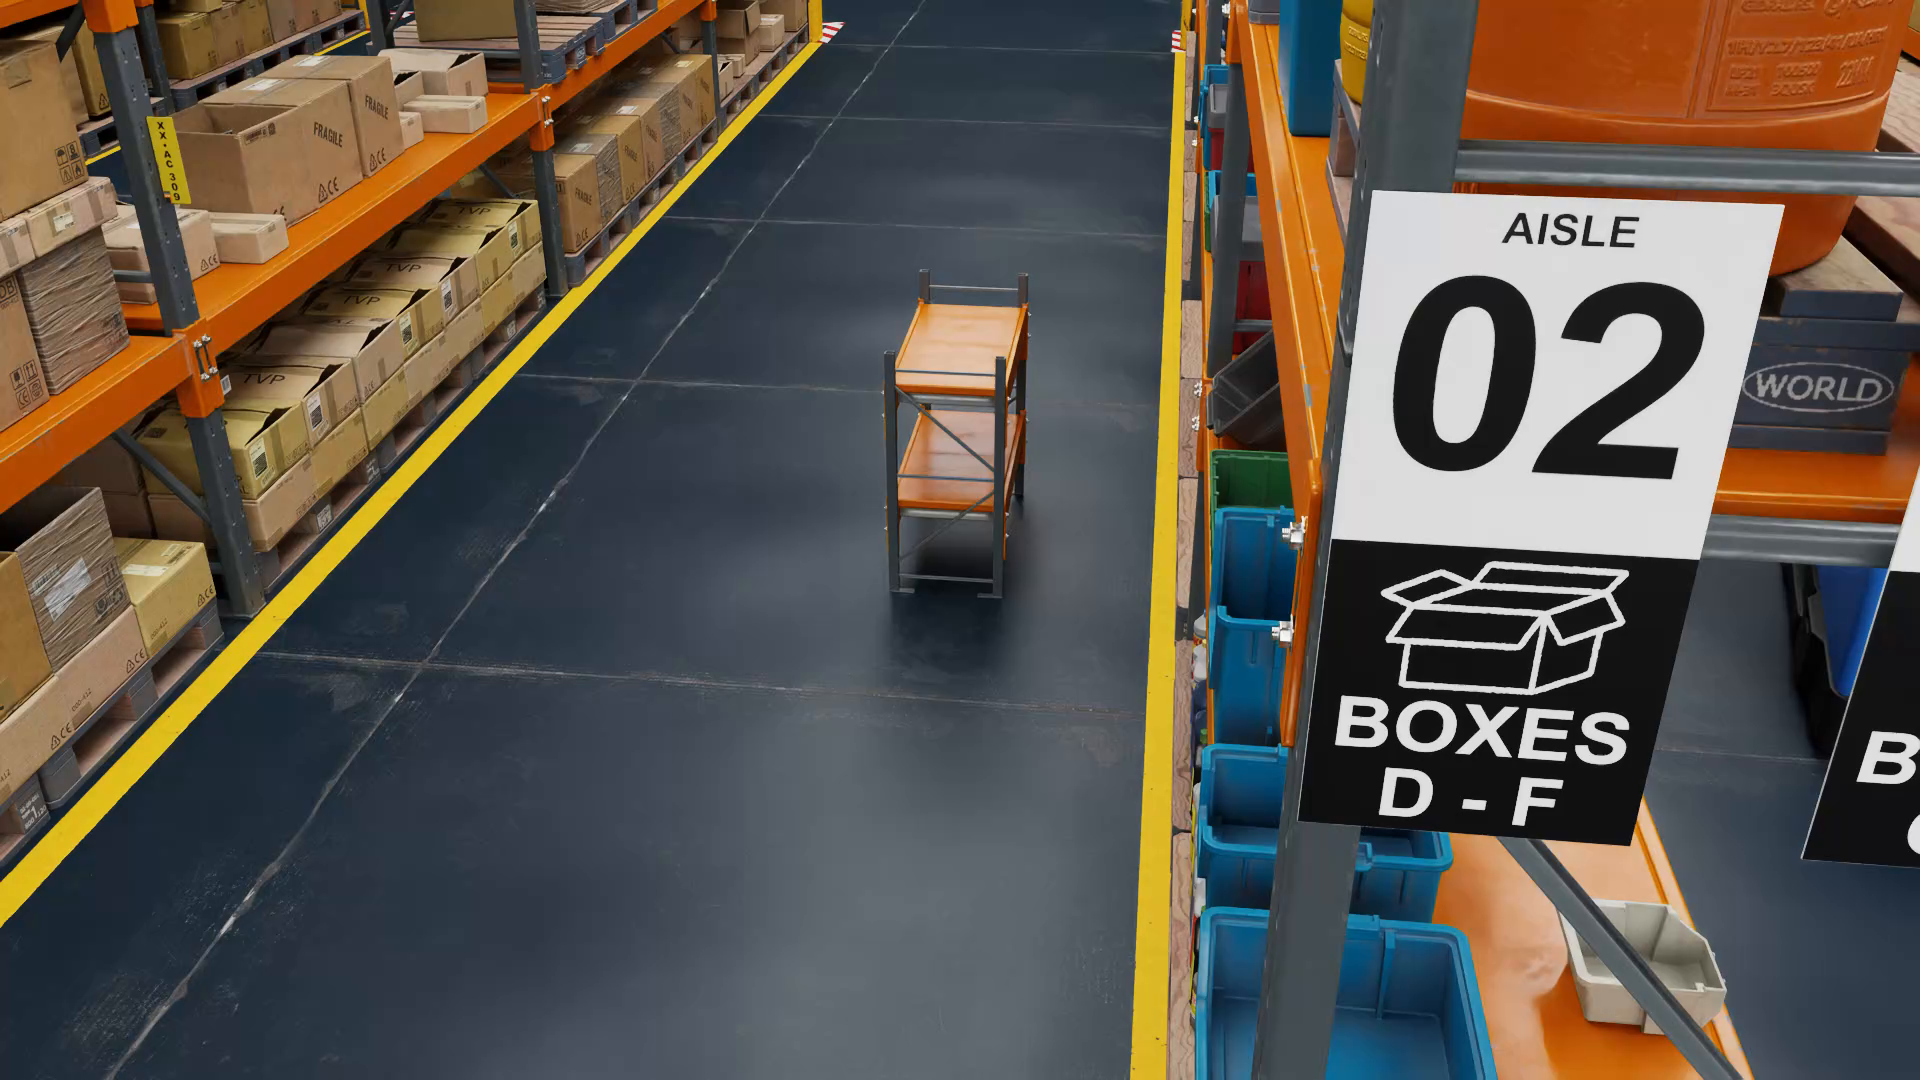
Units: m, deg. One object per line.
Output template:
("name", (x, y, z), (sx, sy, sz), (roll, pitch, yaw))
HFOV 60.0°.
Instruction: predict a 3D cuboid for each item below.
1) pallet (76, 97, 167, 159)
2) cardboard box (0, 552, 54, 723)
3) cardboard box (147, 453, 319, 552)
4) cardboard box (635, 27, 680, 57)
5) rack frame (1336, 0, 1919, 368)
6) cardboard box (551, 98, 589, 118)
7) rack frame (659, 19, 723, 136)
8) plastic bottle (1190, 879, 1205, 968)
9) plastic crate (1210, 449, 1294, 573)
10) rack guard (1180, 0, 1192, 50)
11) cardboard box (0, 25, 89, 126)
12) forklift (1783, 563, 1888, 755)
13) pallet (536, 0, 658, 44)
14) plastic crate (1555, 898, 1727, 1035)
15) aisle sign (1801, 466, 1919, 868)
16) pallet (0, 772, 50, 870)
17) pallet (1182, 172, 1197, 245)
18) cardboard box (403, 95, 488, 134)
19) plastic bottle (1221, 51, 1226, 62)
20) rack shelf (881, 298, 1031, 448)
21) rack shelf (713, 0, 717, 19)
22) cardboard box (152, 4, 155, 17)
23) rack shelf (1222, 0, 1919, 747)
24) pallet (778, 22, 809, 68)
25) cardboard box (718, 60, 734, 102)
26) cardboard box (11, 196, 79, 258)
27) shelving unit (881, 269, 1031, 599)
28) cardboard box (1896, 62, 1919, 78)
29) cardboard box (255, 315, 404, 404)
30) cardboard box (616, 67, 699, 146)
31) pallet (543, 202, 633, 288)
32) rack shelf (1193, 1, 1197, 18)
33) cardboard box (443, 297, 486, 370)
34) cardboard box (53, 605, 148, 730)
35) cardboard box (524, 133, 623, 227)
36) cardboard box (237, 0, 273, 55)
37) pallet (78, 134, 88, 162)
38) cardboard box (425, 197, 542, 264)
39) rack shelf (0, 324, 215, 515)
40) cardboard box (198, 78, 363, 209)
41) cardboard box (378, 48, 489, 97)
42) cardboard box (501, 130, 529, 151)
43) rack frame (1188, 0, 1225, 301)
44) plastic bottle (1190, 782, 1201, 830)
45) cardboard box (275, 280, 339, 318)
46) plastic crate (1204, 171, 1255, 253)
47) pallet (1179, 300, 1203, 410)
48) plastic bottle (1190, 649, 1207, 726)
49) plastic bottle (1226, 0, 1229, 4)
("pallet", (-7.469, -3.493, 14.010), (1.003, 0.211, 1.213), (3, 28, 6))
("cardboard box", (-3.483, 0.361, 5.583), (0.500, 0.500, 0.500), (3, 28, 6))
("cardboard box", (-3.218, -0.186, 7.388), (0.500, 0.250, 0.500), (3, 28, 5))
("cardboard box", (-2.745, -4.180, 14.517), (0.500, 0.500, 0.500), (3, 28, 6))
("rack frame", (0.912, -1.505, 1.055), (1.000, 3.000, 0.127), (3, 28, 6))
("cardboard box", (-3.020, -2.957, 12.247), (0.500, 0.500, 0.500), (2, 28, 4))
("rack frame", (-2.533, -4.802, 13.500), (1.000, 3.000, 0.127), (3, 28, 6))
("plastic bottle", (0.760, 1.135, 4.888), (0.152, 0.276, 0.135), (4, 29, 7))
("plastic crate", (0.956, -0.030, 4.867), (0.450, 0.188, 0.662), (3, 28, 6))
("rack guard", (2.863, -5.306, 17.073), (1.175, 0.500, 0.348), (3, 28, 6))
("cardboard box", (-7.506, -3.594, 13.083), (0.750, 0.750, 0.750), (4, 29, 8))
("forklift", (4.189, -1.017, 6.547), (1.130, 2.935, 3.031), (10, 30, 18))
("pallet", (-2.789, -3.750, 11.750), (1.003, 0.211, 1.213), (3, 28, 6))
("plastic crate", (1.341, 0.850, 3.287), (0.298, 0.136, 0.250), (3, 28, 6))
("aisle sign", (1.194, 0.043, 1.767), (0.394, 0.787, 0.004), (3, 28, 6))
("pallet", (-3.799, 1.139, 5.412), (1.003, 0.211, 1.213), (3, 28, 6))
("pallet", (2.100, -2.348, 11.885), (1.003, 0.211, 1.213), (3, 28, 6))
("cardboard box", (-2.859, -2.369, 9.249), (0.380, 0.149, 0.250), (3, 28, 6))
("plastic bottle", (1.579, -2.919, 10.215), (0.097, 0.201, 0.097), (0, 28, 0))
("rack shelf", (0.001, -0.756, 7.350), (0.538, 0.278, 1.000), (3, 28, 6))
("rack shelf", (-2.288, -5.426, 15.418), (1.077, 0.370, 4.000), (3, 28, 6))
("cardboard box", (-7.471, -4.747, 14.908), (0.380, 0.149, 0.250), (3, 28, 6))
("rack shelf", (1.157, -0.809, 3.684), (1.077, 0.370, 4.000), (3, 28, 6))
("pallet", (-2.149, -5.046, 16.893), (1.003, 0.211, 1.213), (3, 28, 6))
("cardboard box", (-2.267, -3.997, 14.377), (0.500, 0.311, 0.500), (3, 28, 6))
("cardboard box", (-3.366, -1.109, 5.856), (0.380, 0.149, 0.250), (3, 28, 5))
("shelving unit", (0.001, -0.498, 7.489), (0.538, 1.125, 1.048), (3, 28, 6))
("cardboard box", (7.131, -2.751, 11.490), (1.225, 0.875, 0.875), (2, 28, 4))
("cardboard box", (-3.087, -0.916, 8.153), (0.500, 0.311, 0.500), (2, 28, 5))
("cardboard box", (-2.378, -3.414, 13.095), (0.500, 0.500, 0.500), (3, 29, 6))
("pallet", (-2.894, -2.040, 11.315), (1.003, 0.211, 1.213), (3, 28, 6))
("rack shelf", (2.628, -5.137, 14.881), (1.077, 0.370, 4.000), (3, 28, 6))
("cardboard box", (-2.970, -1.152, 9.182), (0.500, 0.250, 0.500), (4, 29, 7))
("cardboard box", (-3.424, 0.456, 6.198), (0.500, 0.250, 0.500), (3, 28, 6))
("cardboard box", (-2.625, -2.456, 11.319), (0.500, 0.500, 0.500), (2, 28, 4))
("cardboard box", (-7.126, -4.996, 16.054), (0.700, 0.500, 0.500), (4, 29, 7))
("pallet", (-7.616, -2.917, 12.941), (1.003, 0.211, 1.213), (3, 28, 6))
("cardboard box", (-2.843, -1.879, 9.940), (0.500, 0.311, 0.500), (4, 29, 8))
("rack shelf", (-3.758, 0.222, 4.933), (1.077, 0.370, 4.000), (3, 28, 6))
("cardboard box", (-3.277, -1.924, 8.054), (0.500, 0.500, 0.500), (3, 28, 6))
("cardboard box", (-3.111, -2.711, 9.713), (0.500, 0.311, 0.500), (5, 29, 9))
("cardboard box", (-3.139, -2.823, 11.208), (0.500, 0.250, 0.500), (4, 29, 8))
("rack frame", (1.893, -2.629, 9.468), (1.000, 3.000, 0.127), (3, 28, 6))
("plastic bottle", (0.811, 0.869, 5.462), (0.097, 0.201, 0.097), (0, 28, 0))
("cardboard box", (-3.562, -1.181, 8.644), (0.500, 0.311, 0.500), (3, 28, 6))
("plastic crate", (1.336, -1.489, 7.575), (0.450, 0.188, 0.662), (3, 28, 6))
("pallet", (1.759, -1.039, 9.456), (1.003, 0.211, 1.213), (3, 28, 6))
("plastic bottle", (0.916, 0.537, 5.998), (0.152, 0.276, 0.135), (4, 29, 8))
("plastic bottle", (1.759, -3.583, 11.290), (0.144, 0.351, 0.185), (3, 28, 6))
